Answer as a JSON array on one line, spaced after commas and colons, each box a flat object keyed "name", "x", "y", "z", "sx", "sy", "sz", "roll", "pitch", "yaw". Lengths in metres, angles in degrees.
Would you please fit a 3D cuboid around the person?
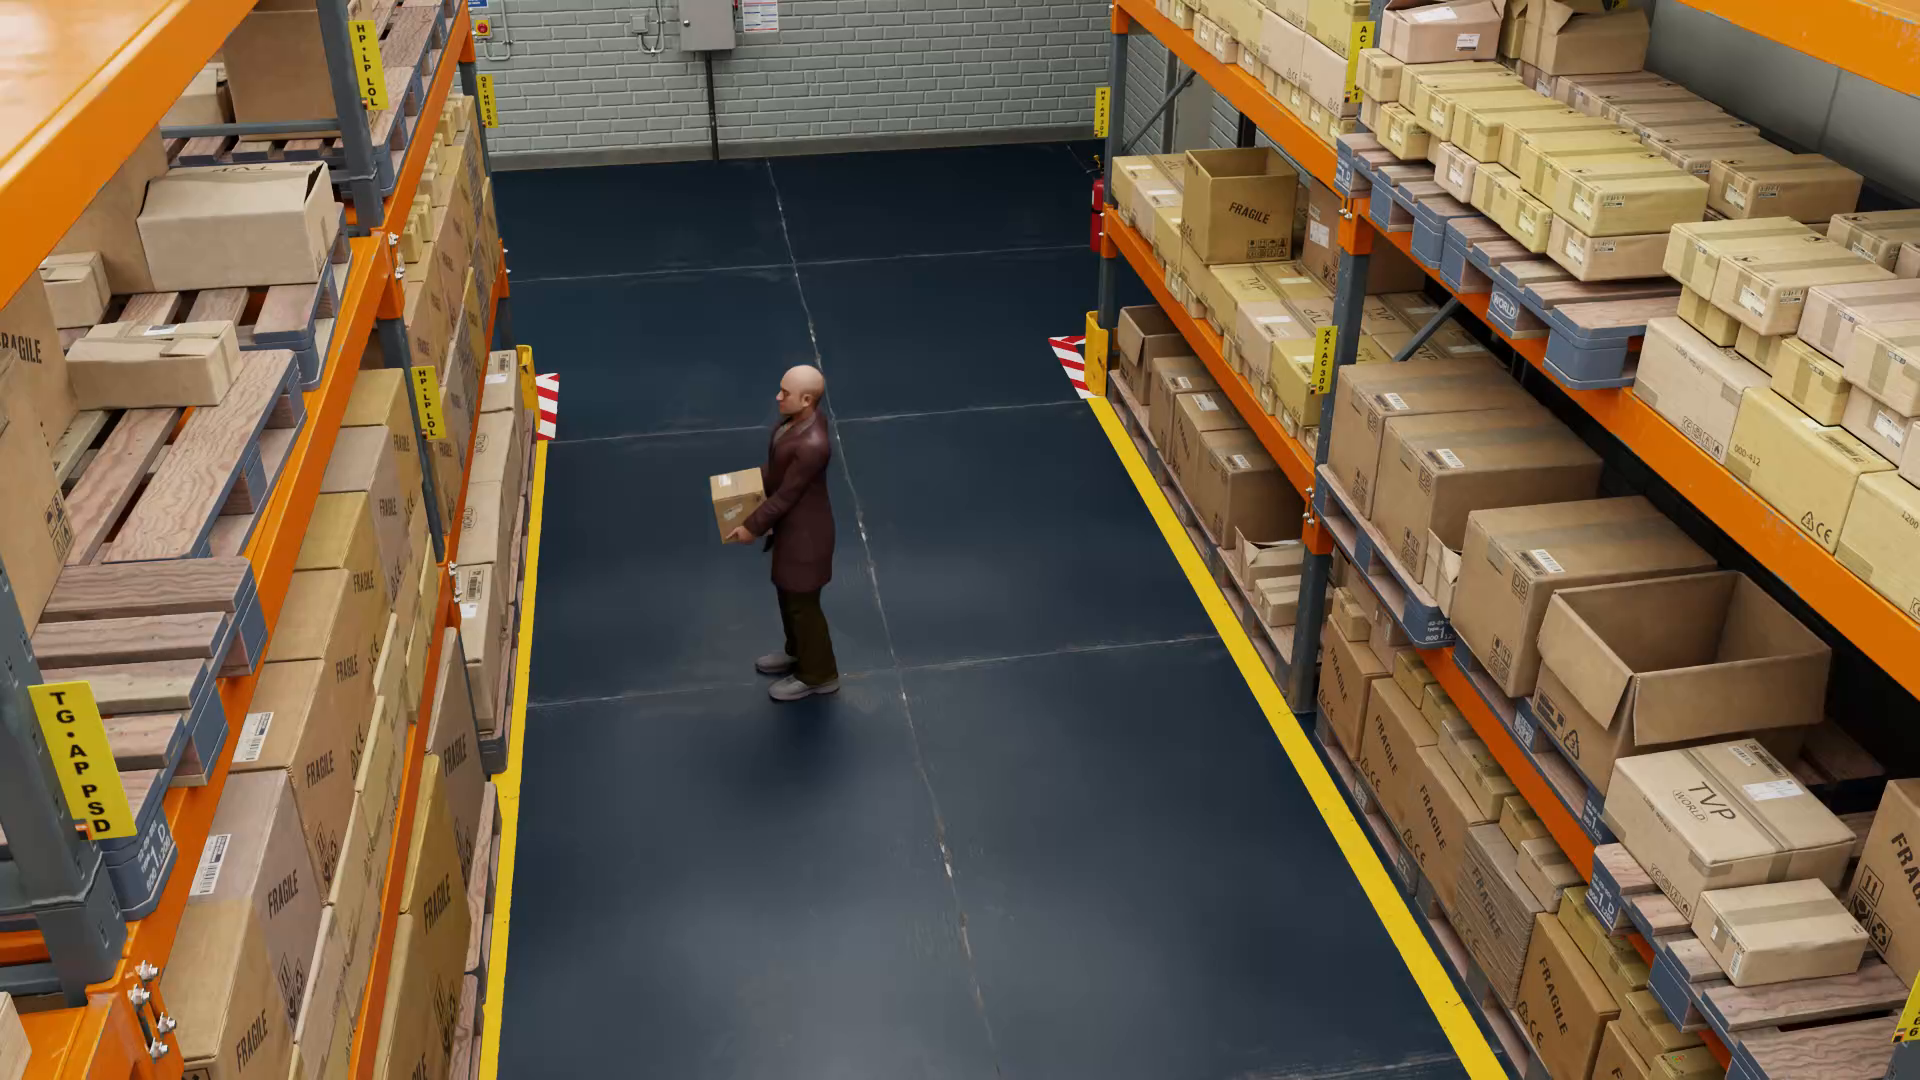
[{"name": "person", "x": -0.888, "y": -0.034, "z": 8.218, "sx": 0.543, "sy": 1.778, "sz": 0.522, "roll": -5, "pitch": 31, "yaw": -9}]
